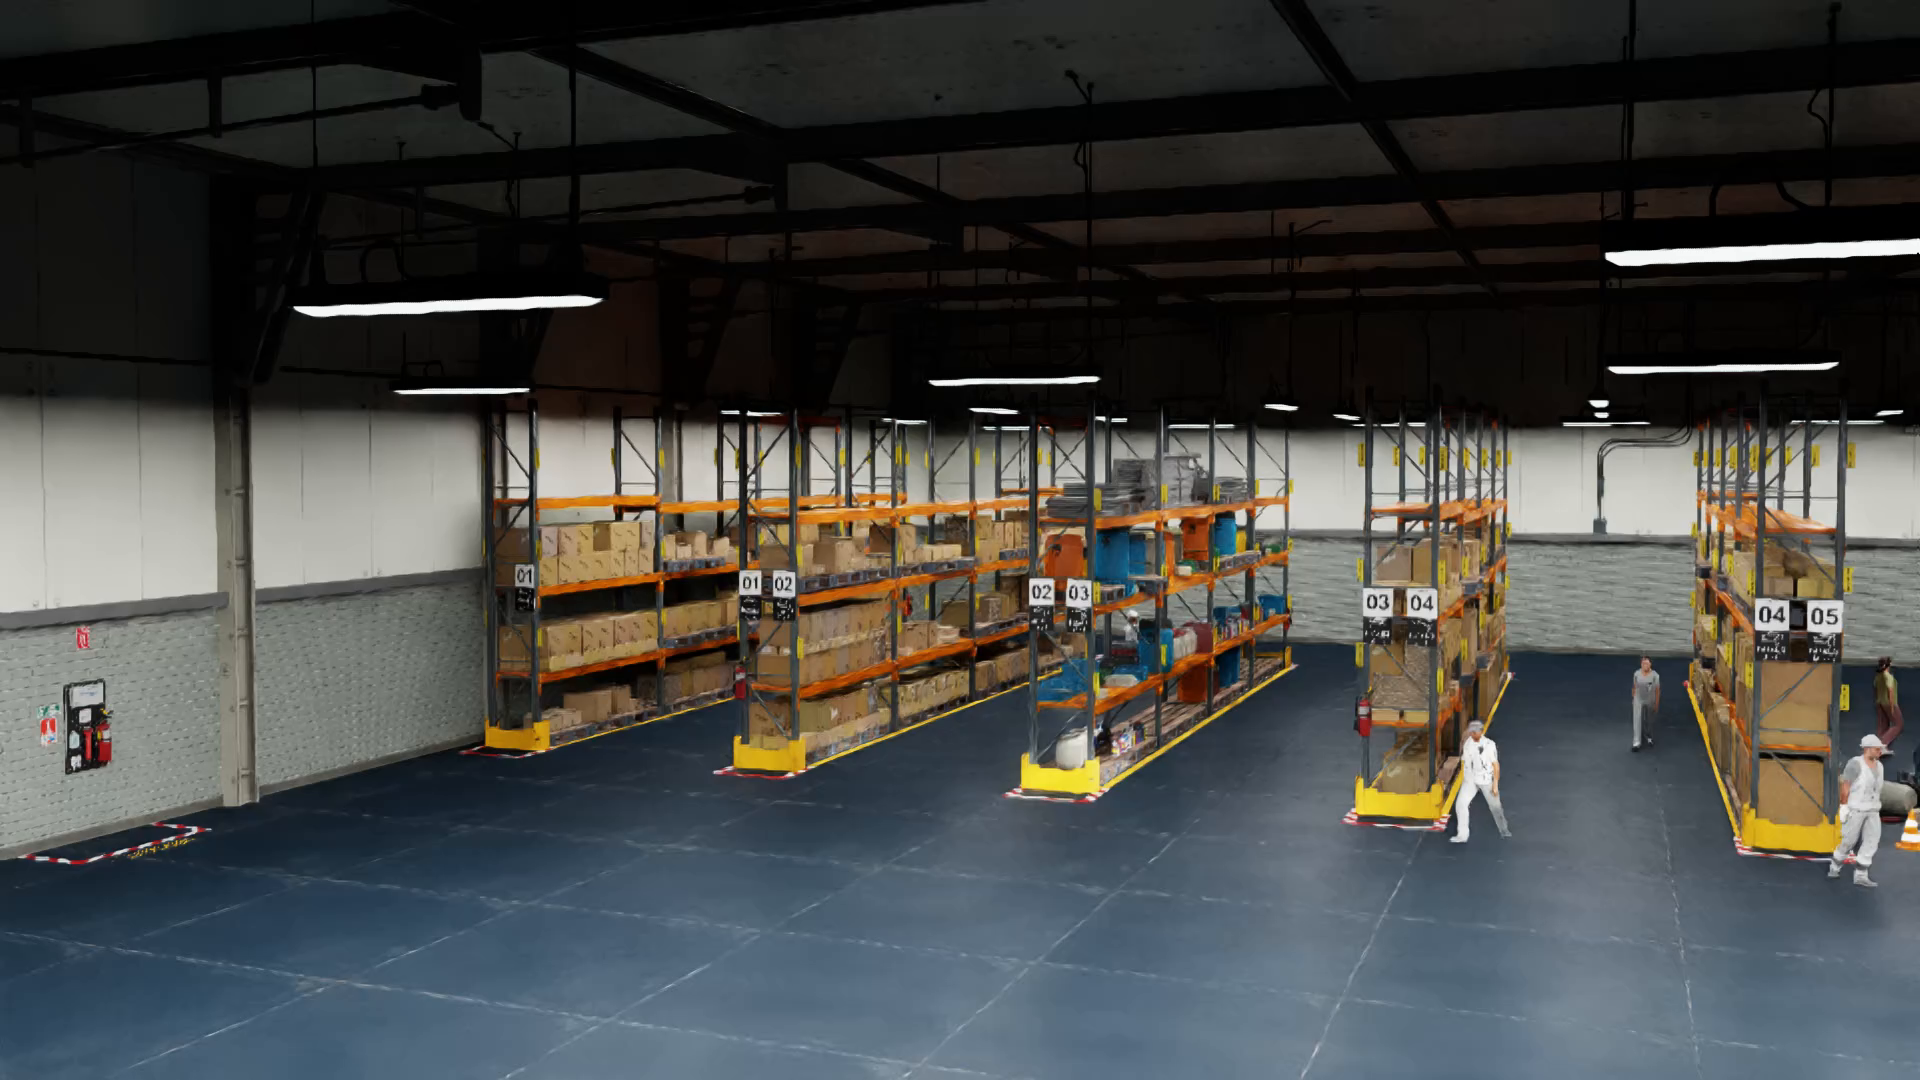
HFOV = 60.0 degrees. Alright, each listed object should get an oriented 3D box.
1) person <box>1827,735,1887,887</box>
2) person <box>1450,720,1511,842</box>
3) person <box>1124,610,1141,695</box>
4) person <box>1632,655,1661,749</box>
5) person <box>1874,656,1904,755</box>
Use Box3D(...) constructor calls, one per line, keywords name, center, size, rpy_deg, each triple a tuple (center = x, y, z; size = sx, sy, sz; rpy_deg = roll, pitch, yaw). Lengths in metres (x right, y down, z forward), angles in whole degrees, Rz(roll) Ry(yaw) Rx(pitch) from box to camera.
Box3D(name="person", center=(10.537, 3.154, 19.533), size=(0.582, 1.776, 0.573), rpy_deg=(-1, 3, -14))
Box3D(name="person", center=(6.823, 3.127, 21.706), size=(0.534, 1.599, 0.936), rpy_deg=(3, 4, 43))
Box3D(name="person", center=(3.699, 2.366, 35.188), size=(0.448, 1.780, 0.586), rpy_deg=(0, 3, -9))
Box3D(name="person", center=(11.812, 2.771, 28.631), size=(0.449, 1.586, 1.098), rpy_deg=(1, 3, 24))
Box3D(name="person", center=(15.538, 2.789, 27.912), size=(0.435, 1.671, 0.492), rpy_deg=(0, 3, -5))
